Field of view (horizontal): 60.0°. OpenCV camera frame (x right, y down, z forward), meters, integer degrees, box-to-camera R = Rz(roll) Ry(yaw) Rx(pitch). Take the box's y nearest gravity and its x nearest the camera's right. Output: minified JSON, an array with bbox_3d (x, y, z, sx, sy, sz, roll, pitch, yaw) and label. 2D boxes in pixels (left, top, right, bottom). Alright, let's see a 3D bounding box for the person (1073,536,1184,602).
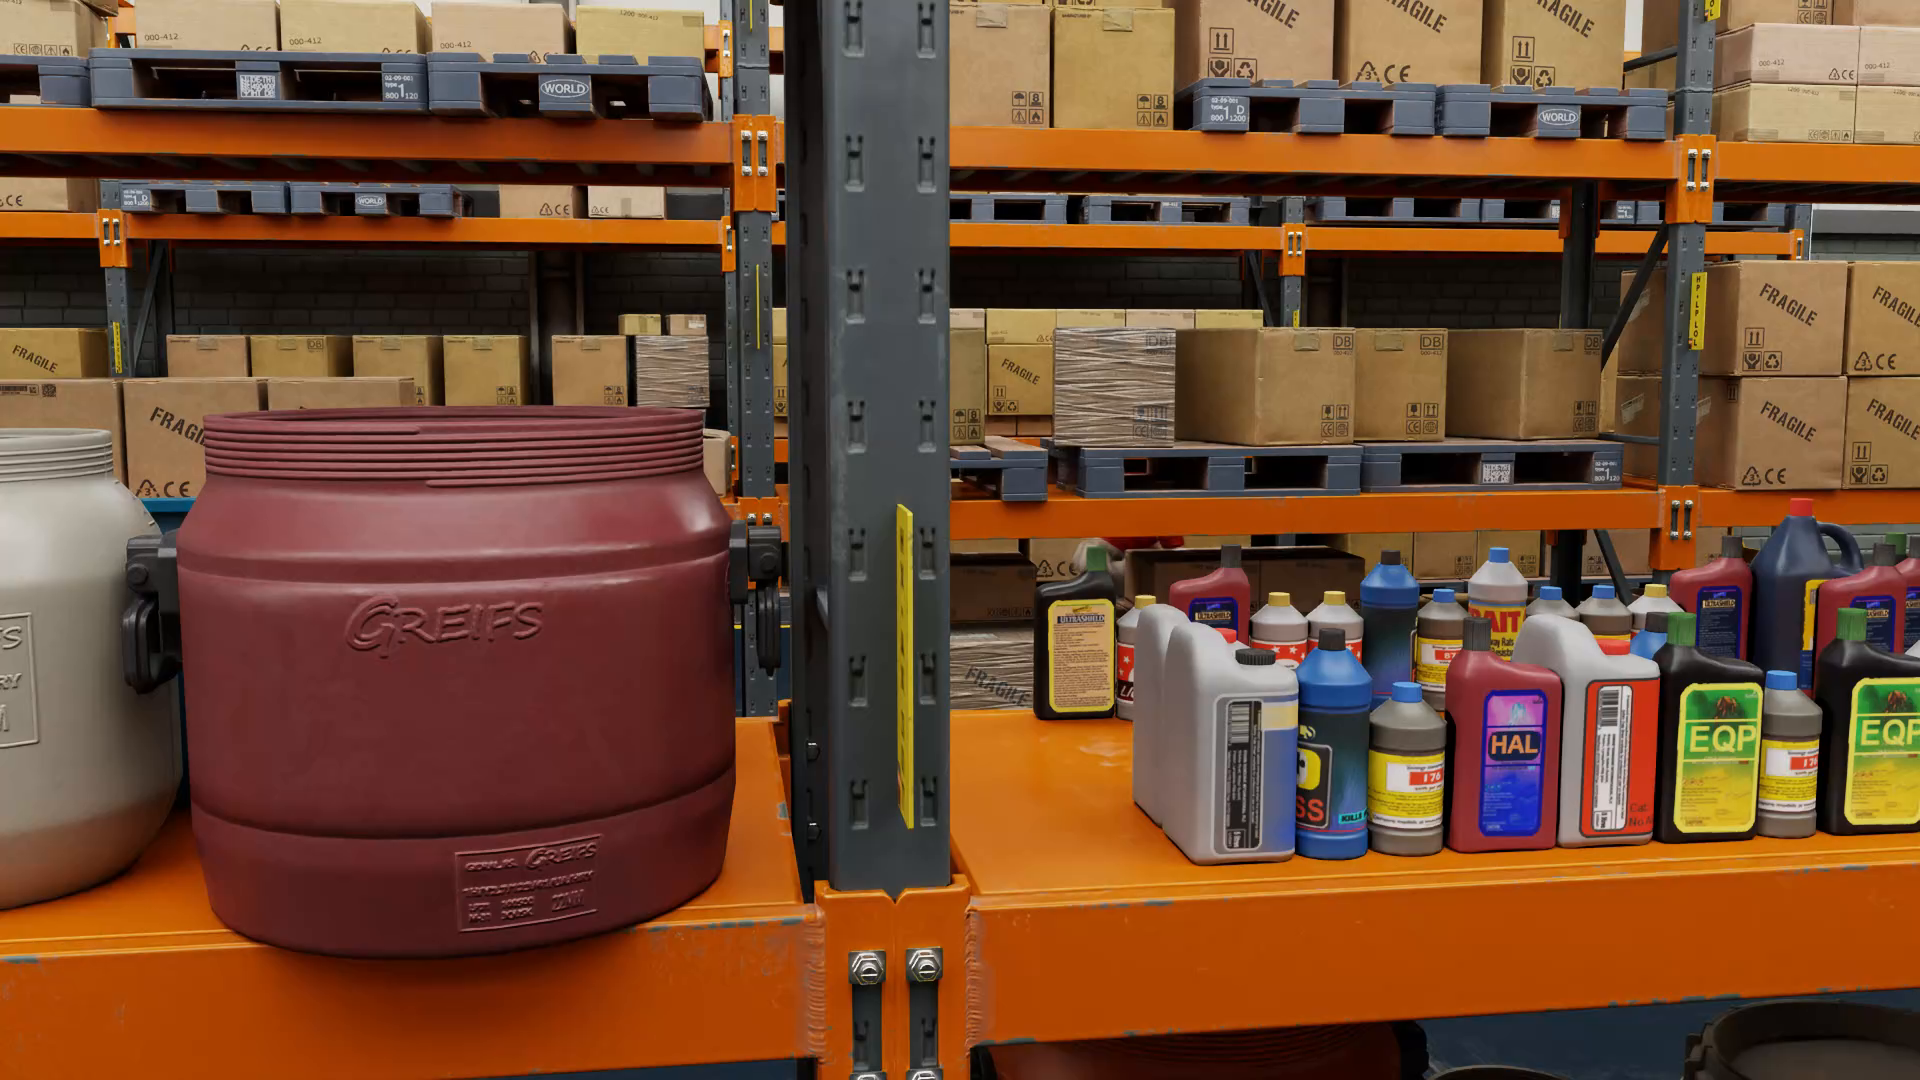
[{"bbox_3d":[1.124,0.158,10.576,0.820,1.130,0.576,-1,7,-9],"label":"person"}]
